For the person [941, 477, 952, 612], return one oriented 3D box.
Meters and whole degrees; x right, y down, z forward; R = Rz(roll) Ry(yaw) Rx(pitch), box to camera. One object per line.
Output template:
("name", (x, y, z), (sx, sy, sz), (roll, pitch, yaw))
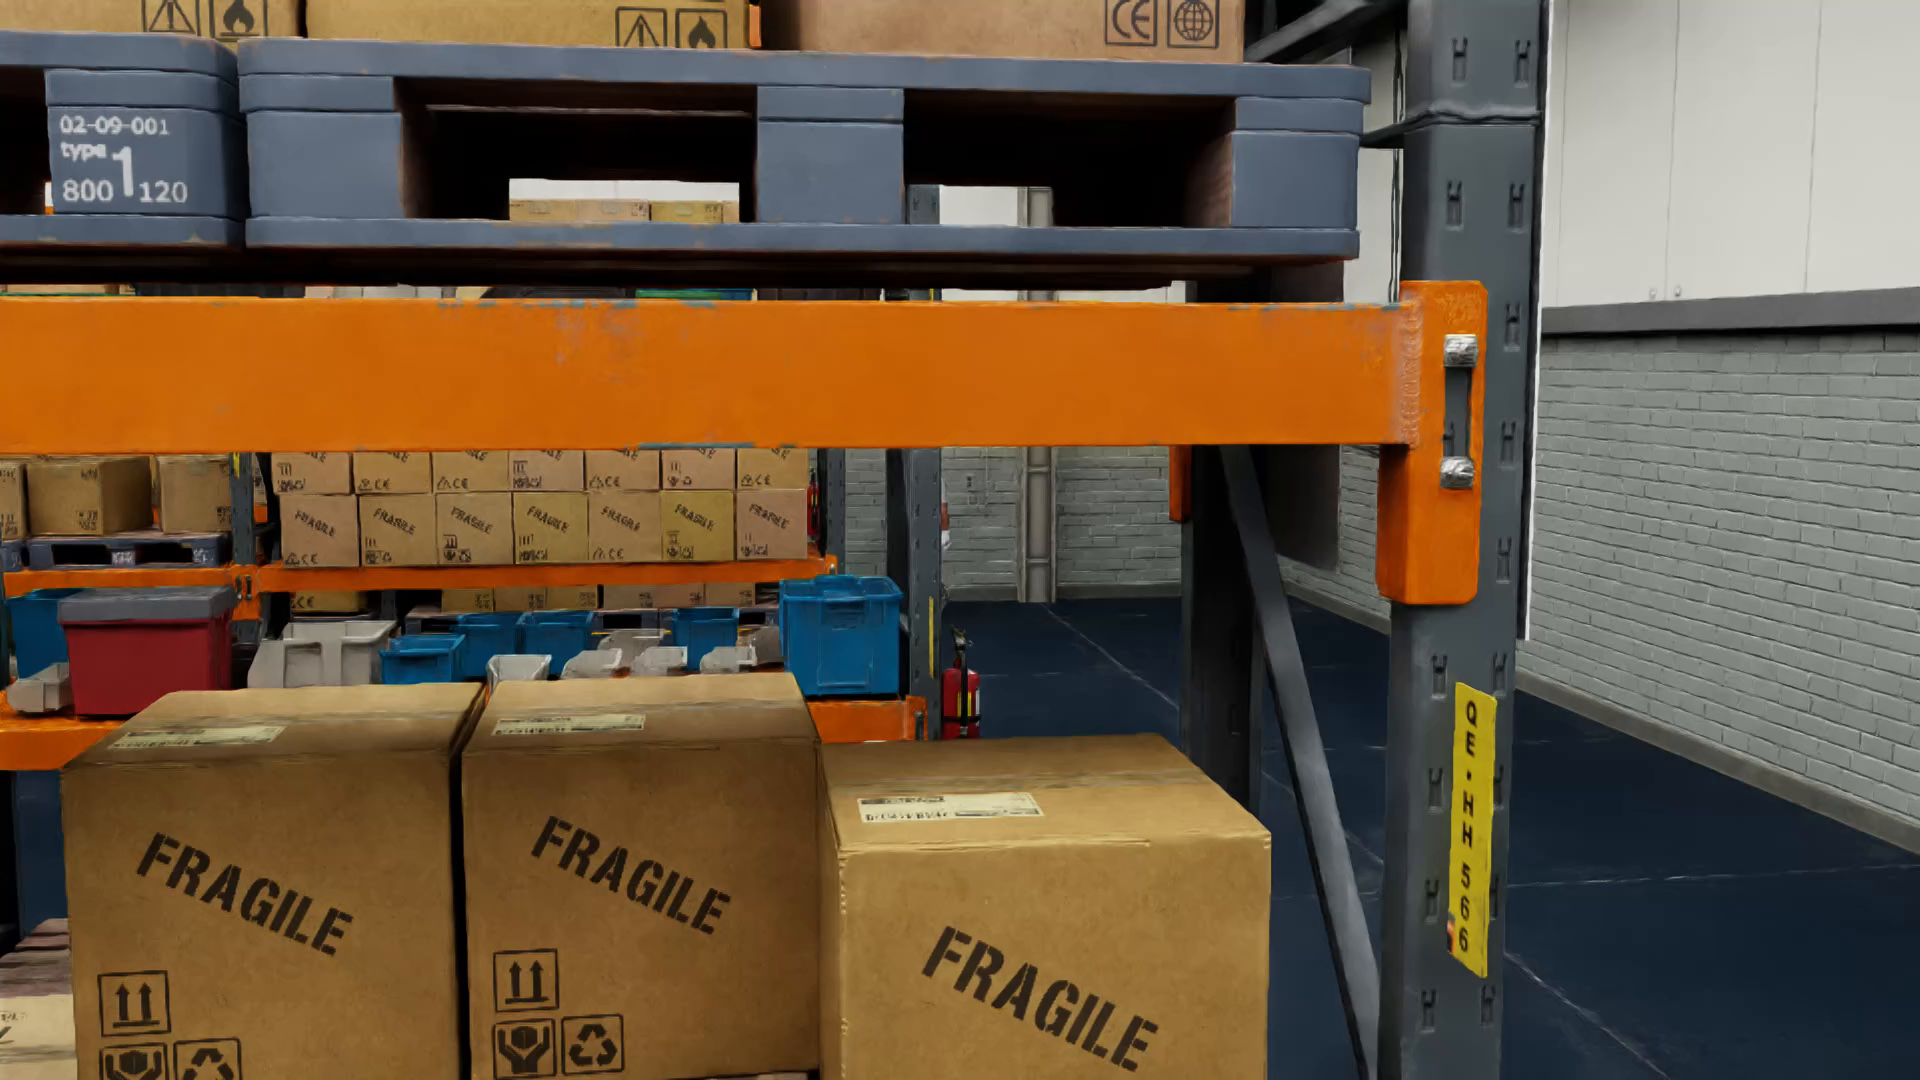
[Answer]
("person", (-0.345, -0.065, 17.092), (0.511, 1.771, 0.712), (-5, 8, -38))
